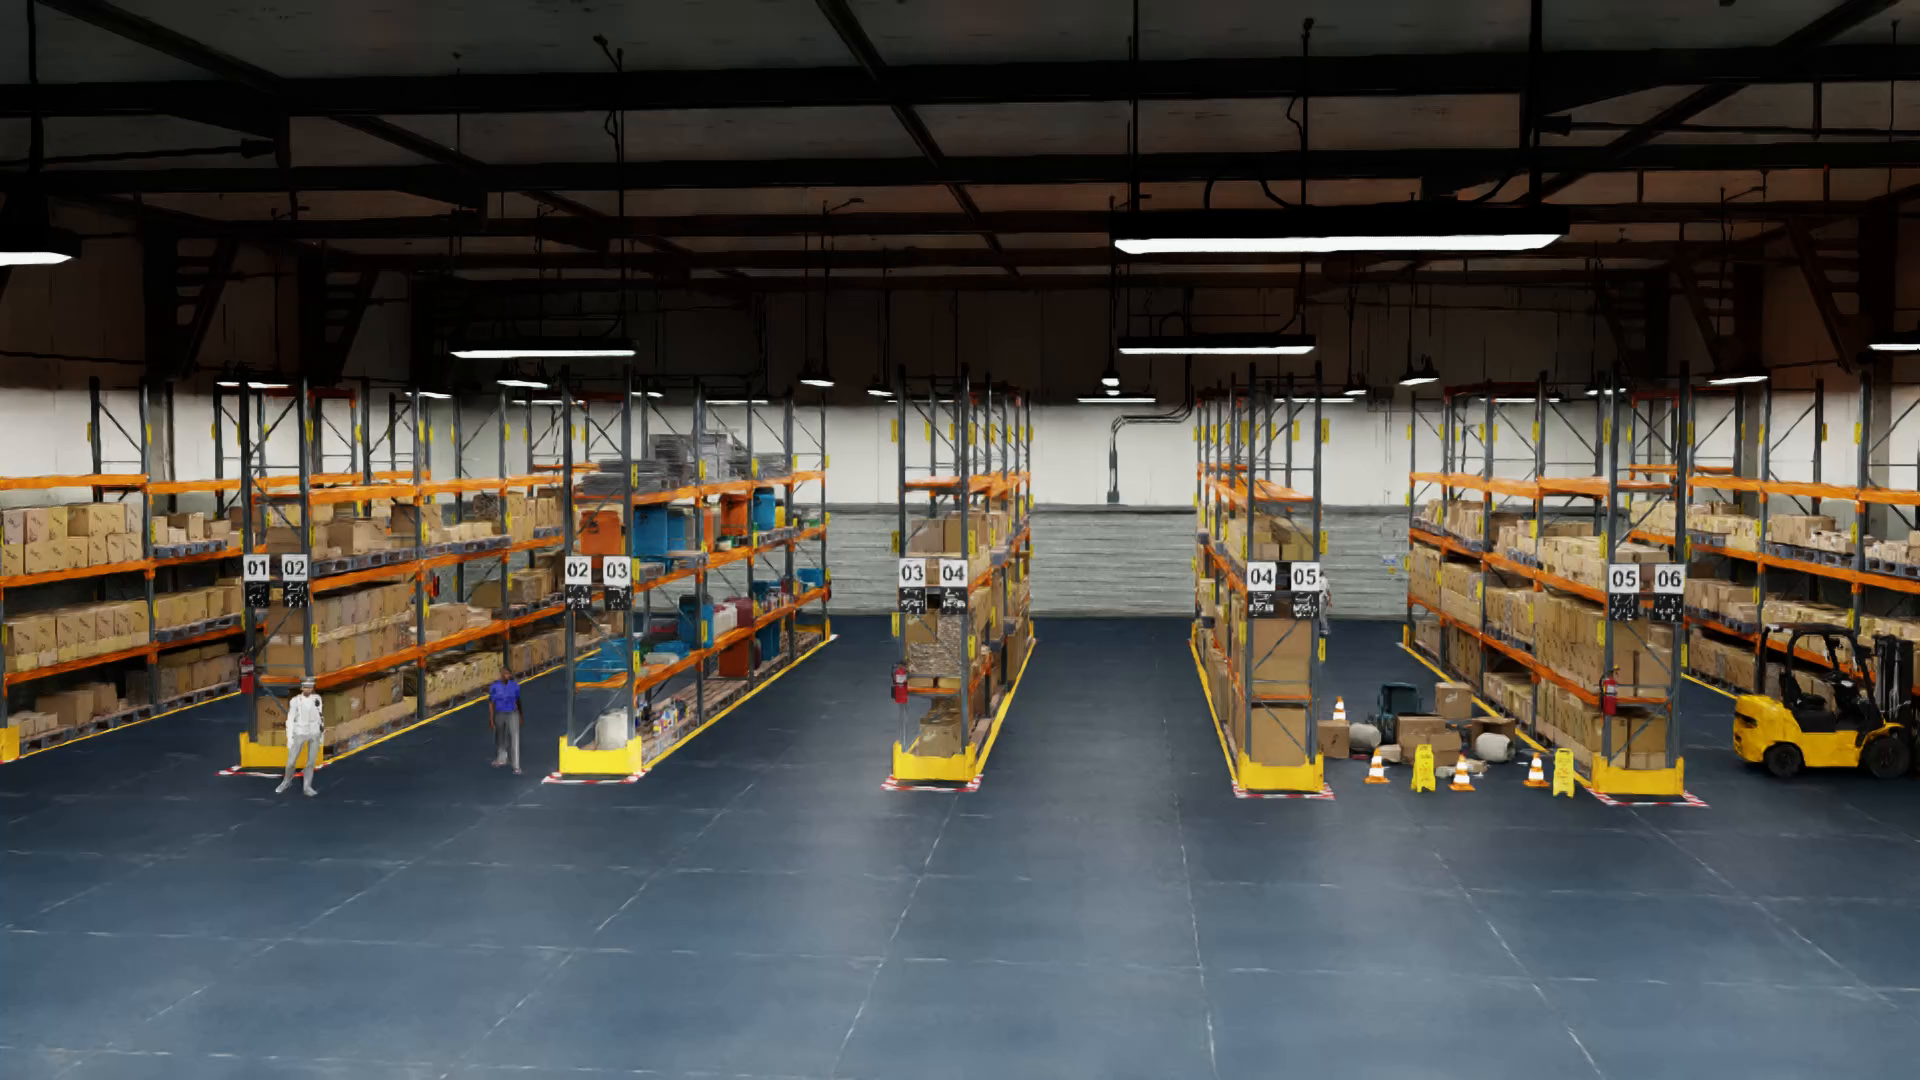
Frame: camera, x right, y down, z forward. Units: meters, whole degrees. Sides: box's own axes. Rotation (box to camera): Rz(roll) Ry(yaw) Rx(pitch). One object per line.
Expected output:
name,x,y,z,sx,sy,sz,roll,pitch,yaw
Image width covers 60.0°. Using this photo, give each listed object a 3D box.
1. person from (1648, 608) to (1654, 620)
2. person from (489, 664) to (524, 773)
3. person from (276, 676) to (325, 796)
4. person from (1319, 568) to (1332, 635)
person,16.787,1.589,39.914,0.532,1.709,0.680,-1,4,-16
person,-6.720,2.624,24.609,0.494,1.601,0.941,-1,4,-12
person,-9.097,2.699,22.934,0.640,1.660,0.497,-3,4,-35
person,9.008,1.507,41.399,0.471,1.654,0.571,-2,4,-26
